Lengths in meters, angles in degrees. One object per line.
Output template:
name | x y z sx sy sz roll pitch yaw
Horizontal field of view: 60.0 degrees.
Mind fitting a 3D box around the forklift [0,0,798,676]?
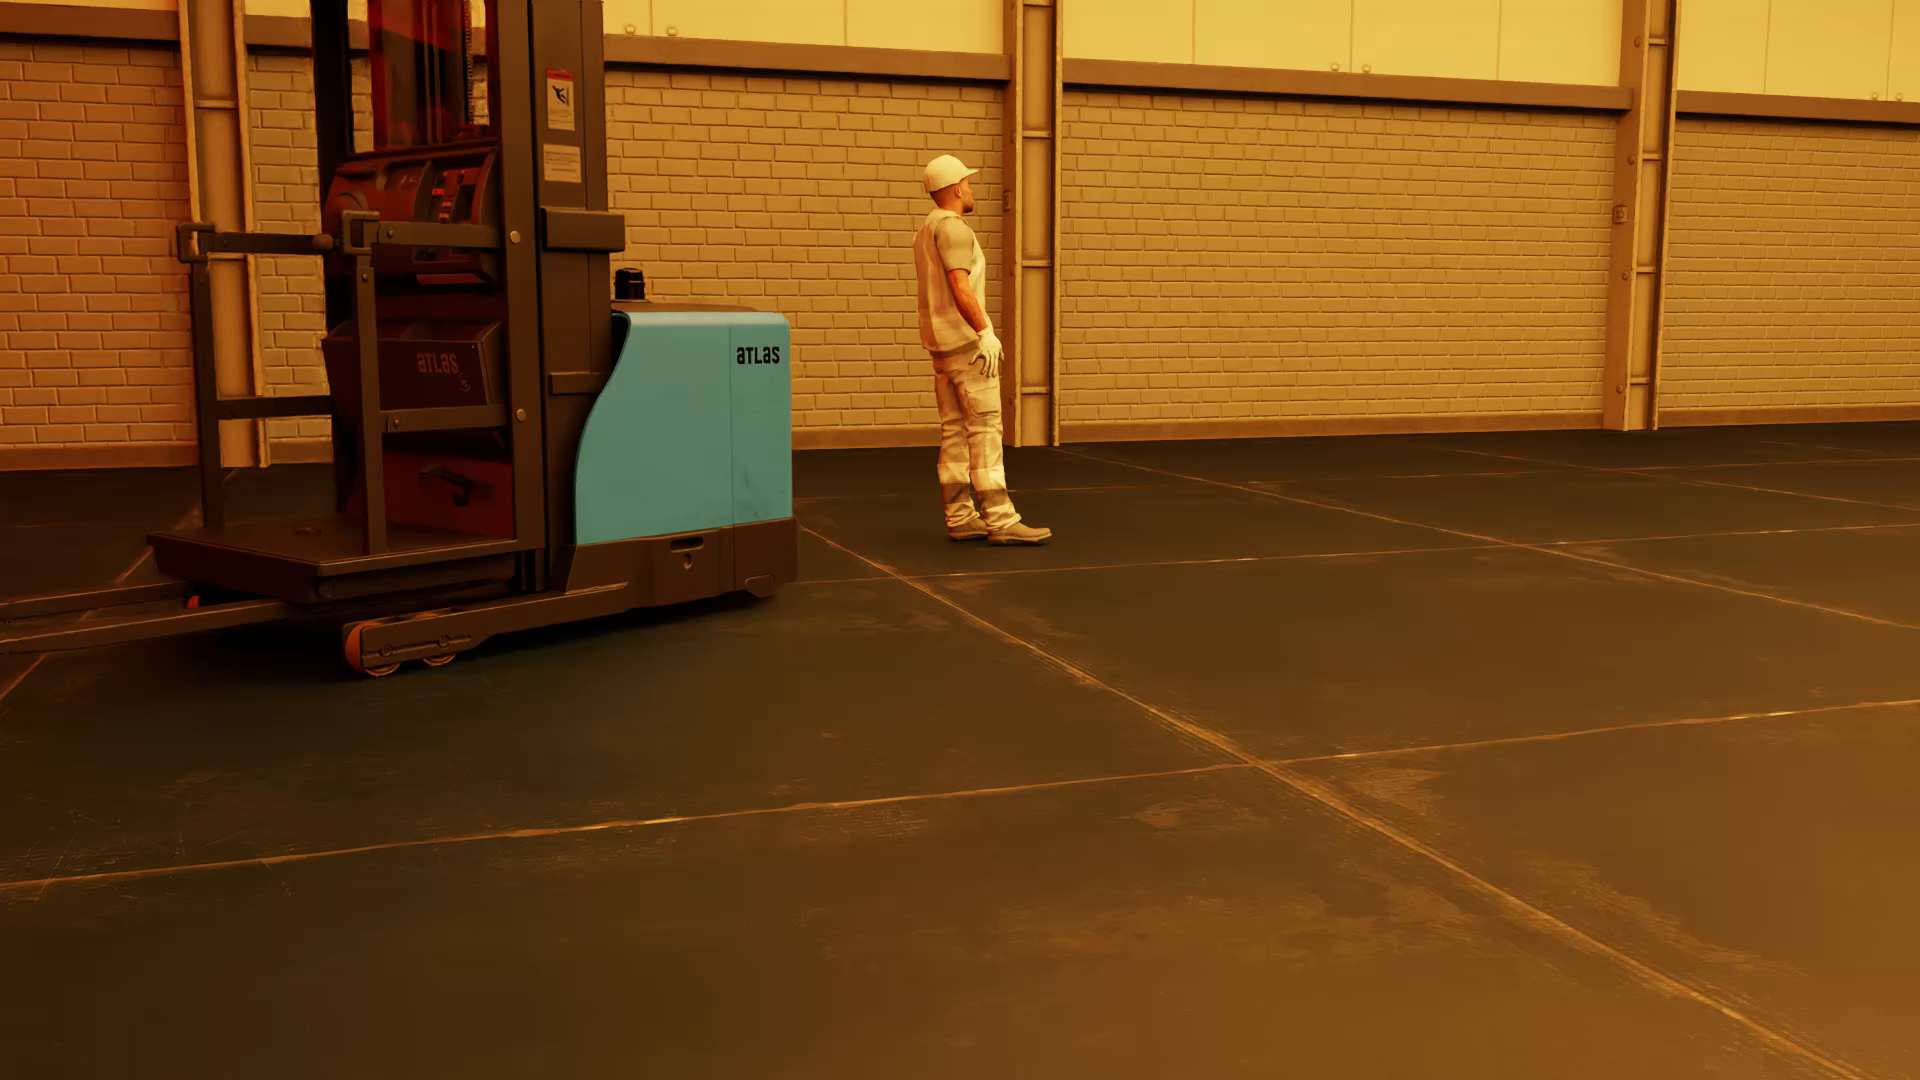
forklift | -1.944 -1.122 5.298 1.130 2.935 3.031 6 10 39

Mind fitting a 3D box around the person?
person | 0.081 -0.896 7.816 0.562 1.790 0.637 -3 8 -18
